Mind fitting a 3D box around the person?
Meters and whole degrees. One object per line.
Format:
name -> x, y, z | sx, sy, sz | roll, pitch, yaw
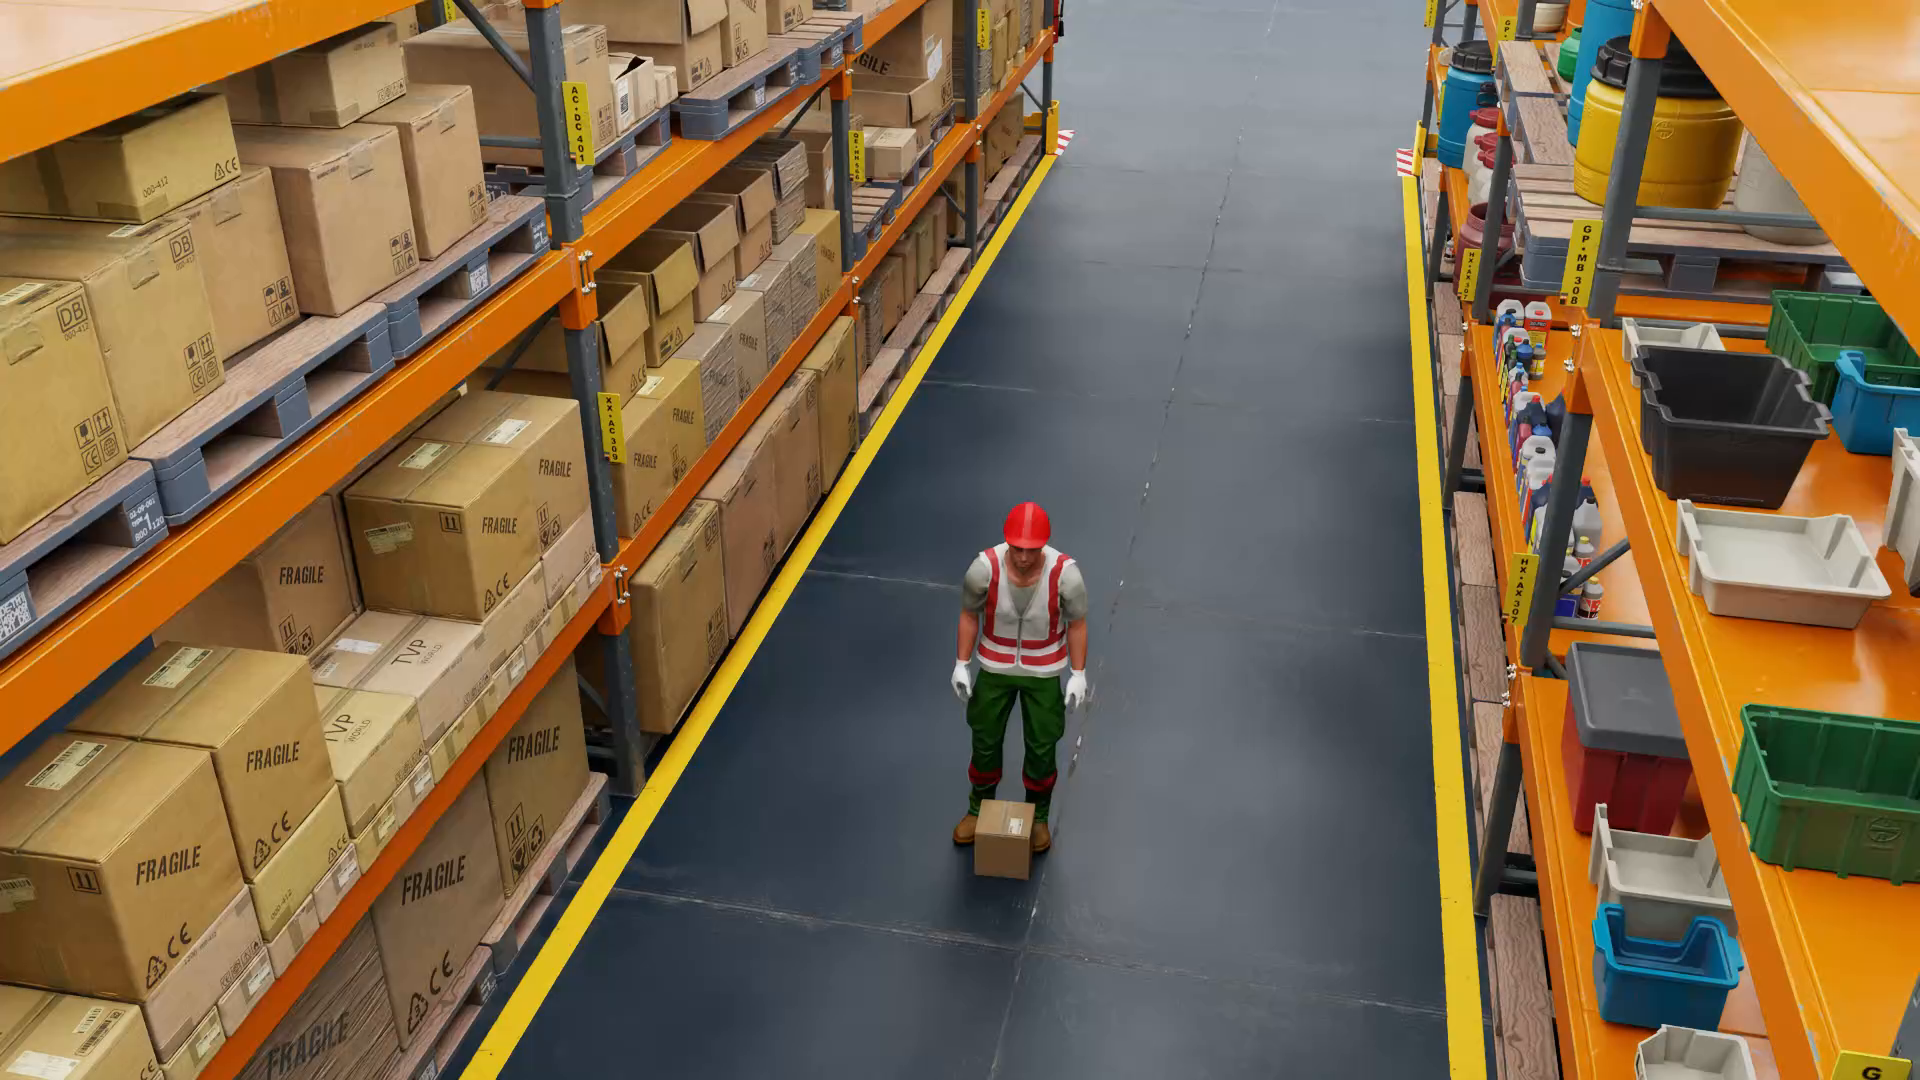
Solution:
person -> 0.271, 0.605, 7.494 | 0.619, 1.779, 0.449 | 4, 29, 8
